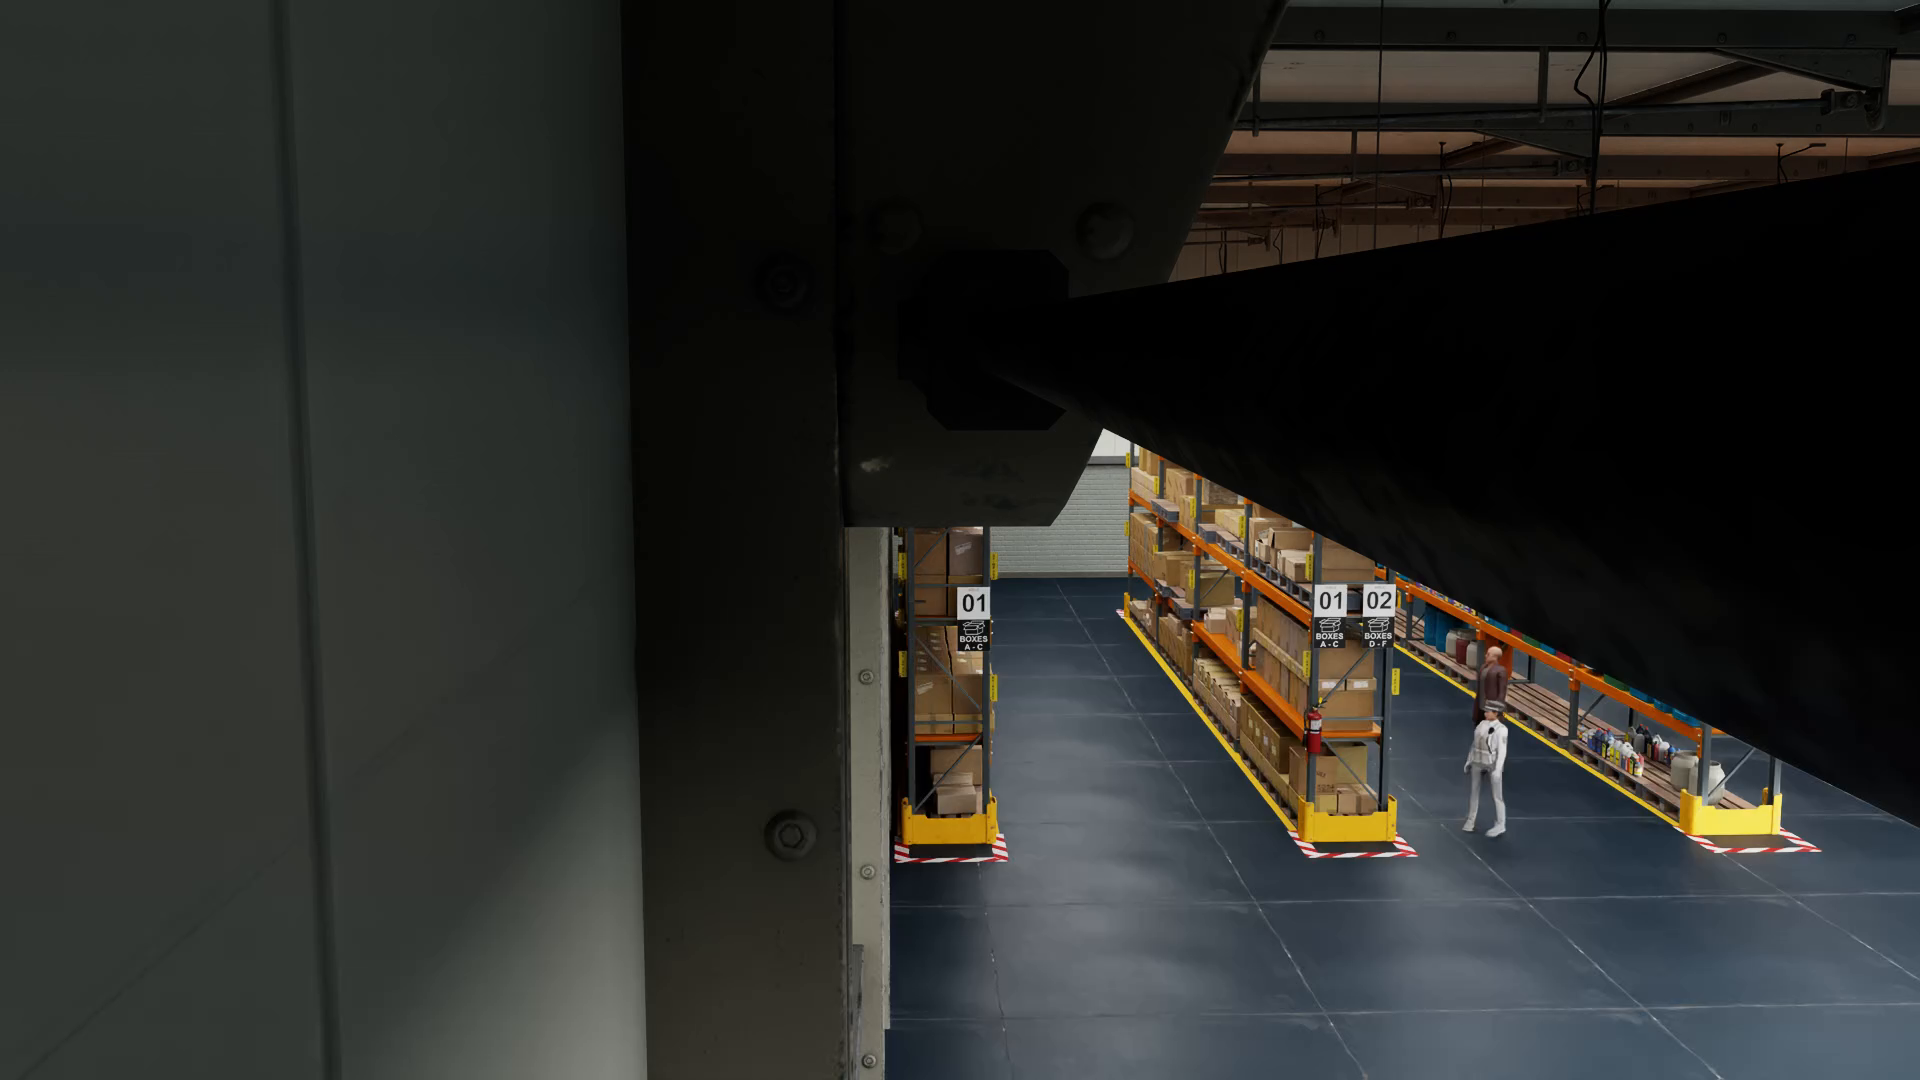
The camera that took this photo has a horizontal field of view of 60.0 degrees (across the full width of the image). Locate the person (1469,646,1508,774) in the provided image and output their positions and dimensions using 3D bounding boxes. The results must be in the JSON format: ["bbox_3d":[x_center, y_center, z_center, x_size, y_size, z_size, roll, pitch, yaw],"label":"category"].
[{"bbox_3d":[7.581,2.424,23.806,0.408,1.820,0.598,-6,9,-37],"label":"person"}]

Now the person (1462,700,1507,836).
[{"bbox_3d":[6.589,2.833,20.881,0.543,1.679,0.450,7,10,44],"label":"person"}]
